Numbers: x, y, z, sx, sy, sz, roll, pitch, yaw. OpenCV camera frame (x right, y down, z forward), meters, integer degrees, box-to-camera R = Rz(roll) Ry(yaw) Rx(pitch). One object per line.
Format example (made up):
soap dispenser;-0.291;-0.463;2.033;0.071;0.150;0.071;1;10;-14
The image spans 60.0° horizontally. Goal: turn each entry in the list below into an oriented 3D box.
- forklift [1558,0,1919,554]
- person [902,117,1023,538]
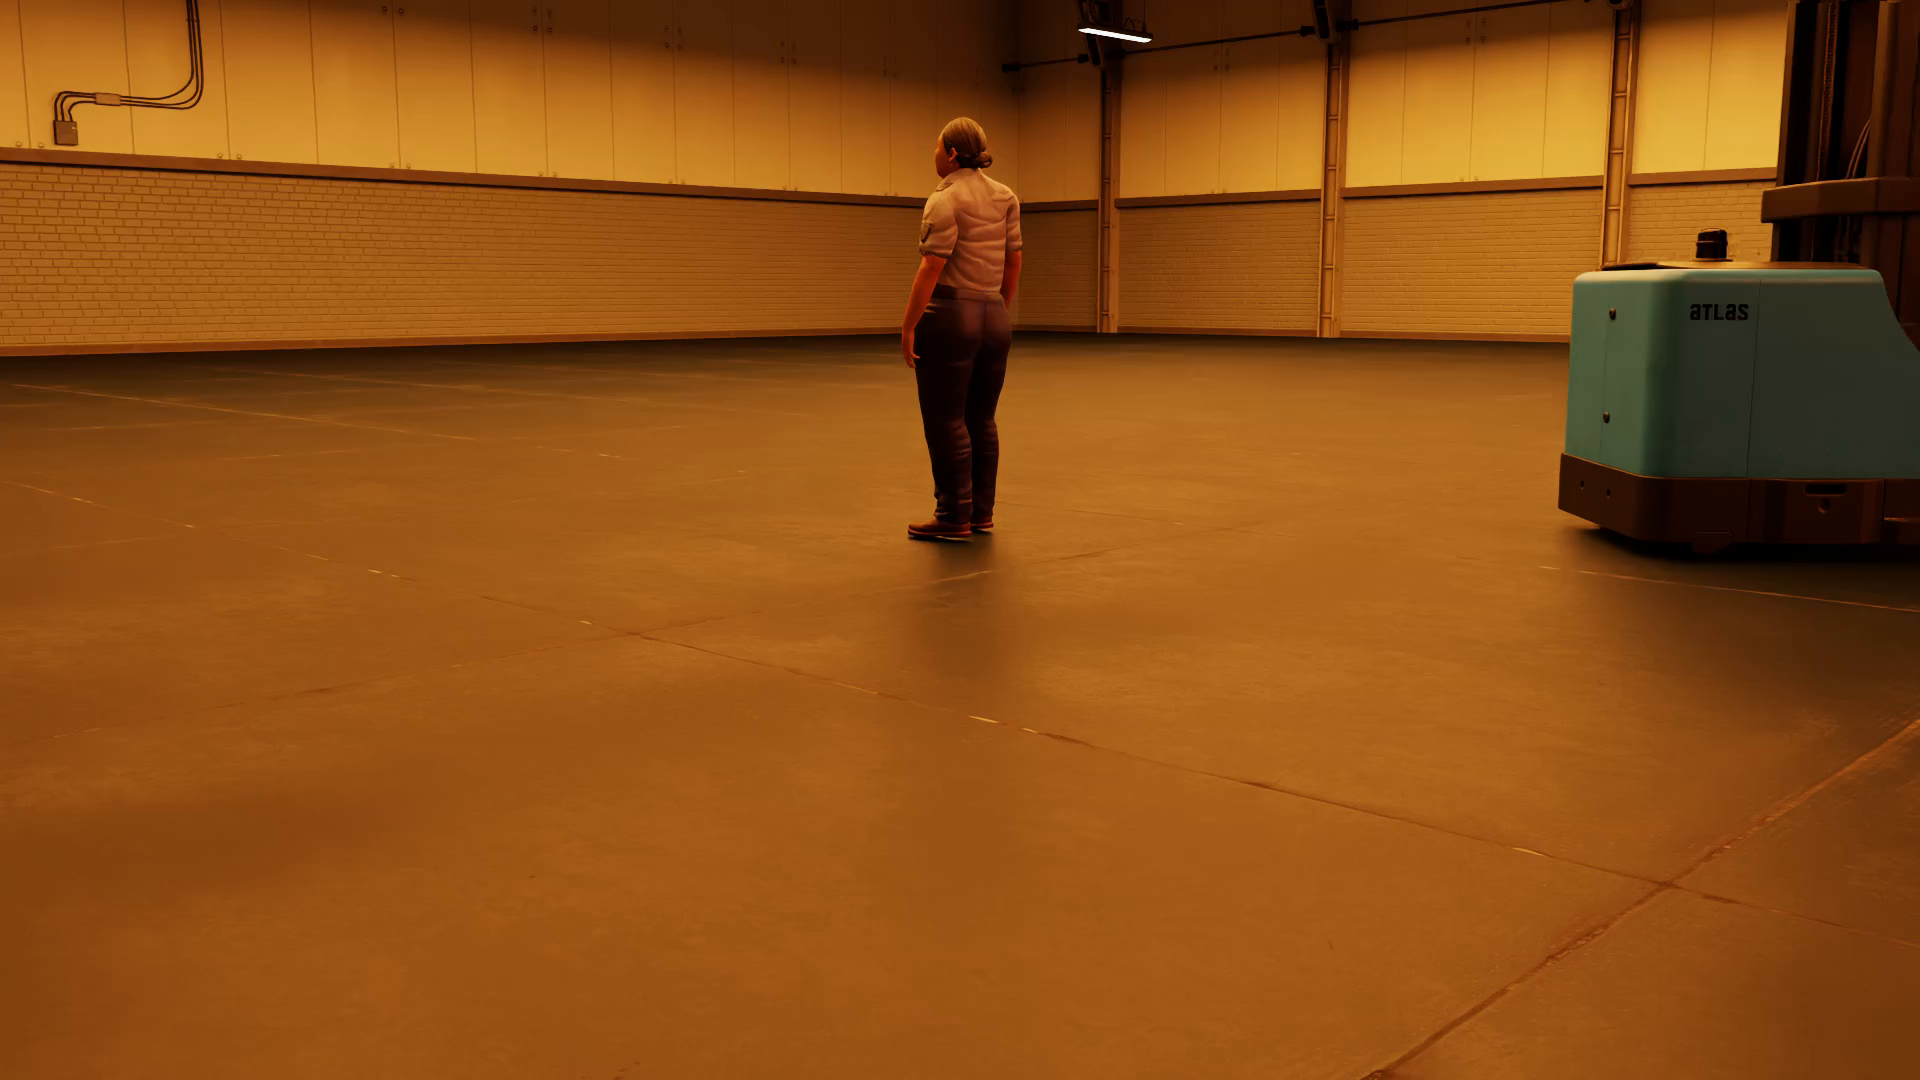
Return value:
forklift;4.063;-1.441;6.443;3.031;2.935;1.130;0;9;2
person;-0.049;-0.833;6.672;0.502;1.651;0.598;8;12;43
